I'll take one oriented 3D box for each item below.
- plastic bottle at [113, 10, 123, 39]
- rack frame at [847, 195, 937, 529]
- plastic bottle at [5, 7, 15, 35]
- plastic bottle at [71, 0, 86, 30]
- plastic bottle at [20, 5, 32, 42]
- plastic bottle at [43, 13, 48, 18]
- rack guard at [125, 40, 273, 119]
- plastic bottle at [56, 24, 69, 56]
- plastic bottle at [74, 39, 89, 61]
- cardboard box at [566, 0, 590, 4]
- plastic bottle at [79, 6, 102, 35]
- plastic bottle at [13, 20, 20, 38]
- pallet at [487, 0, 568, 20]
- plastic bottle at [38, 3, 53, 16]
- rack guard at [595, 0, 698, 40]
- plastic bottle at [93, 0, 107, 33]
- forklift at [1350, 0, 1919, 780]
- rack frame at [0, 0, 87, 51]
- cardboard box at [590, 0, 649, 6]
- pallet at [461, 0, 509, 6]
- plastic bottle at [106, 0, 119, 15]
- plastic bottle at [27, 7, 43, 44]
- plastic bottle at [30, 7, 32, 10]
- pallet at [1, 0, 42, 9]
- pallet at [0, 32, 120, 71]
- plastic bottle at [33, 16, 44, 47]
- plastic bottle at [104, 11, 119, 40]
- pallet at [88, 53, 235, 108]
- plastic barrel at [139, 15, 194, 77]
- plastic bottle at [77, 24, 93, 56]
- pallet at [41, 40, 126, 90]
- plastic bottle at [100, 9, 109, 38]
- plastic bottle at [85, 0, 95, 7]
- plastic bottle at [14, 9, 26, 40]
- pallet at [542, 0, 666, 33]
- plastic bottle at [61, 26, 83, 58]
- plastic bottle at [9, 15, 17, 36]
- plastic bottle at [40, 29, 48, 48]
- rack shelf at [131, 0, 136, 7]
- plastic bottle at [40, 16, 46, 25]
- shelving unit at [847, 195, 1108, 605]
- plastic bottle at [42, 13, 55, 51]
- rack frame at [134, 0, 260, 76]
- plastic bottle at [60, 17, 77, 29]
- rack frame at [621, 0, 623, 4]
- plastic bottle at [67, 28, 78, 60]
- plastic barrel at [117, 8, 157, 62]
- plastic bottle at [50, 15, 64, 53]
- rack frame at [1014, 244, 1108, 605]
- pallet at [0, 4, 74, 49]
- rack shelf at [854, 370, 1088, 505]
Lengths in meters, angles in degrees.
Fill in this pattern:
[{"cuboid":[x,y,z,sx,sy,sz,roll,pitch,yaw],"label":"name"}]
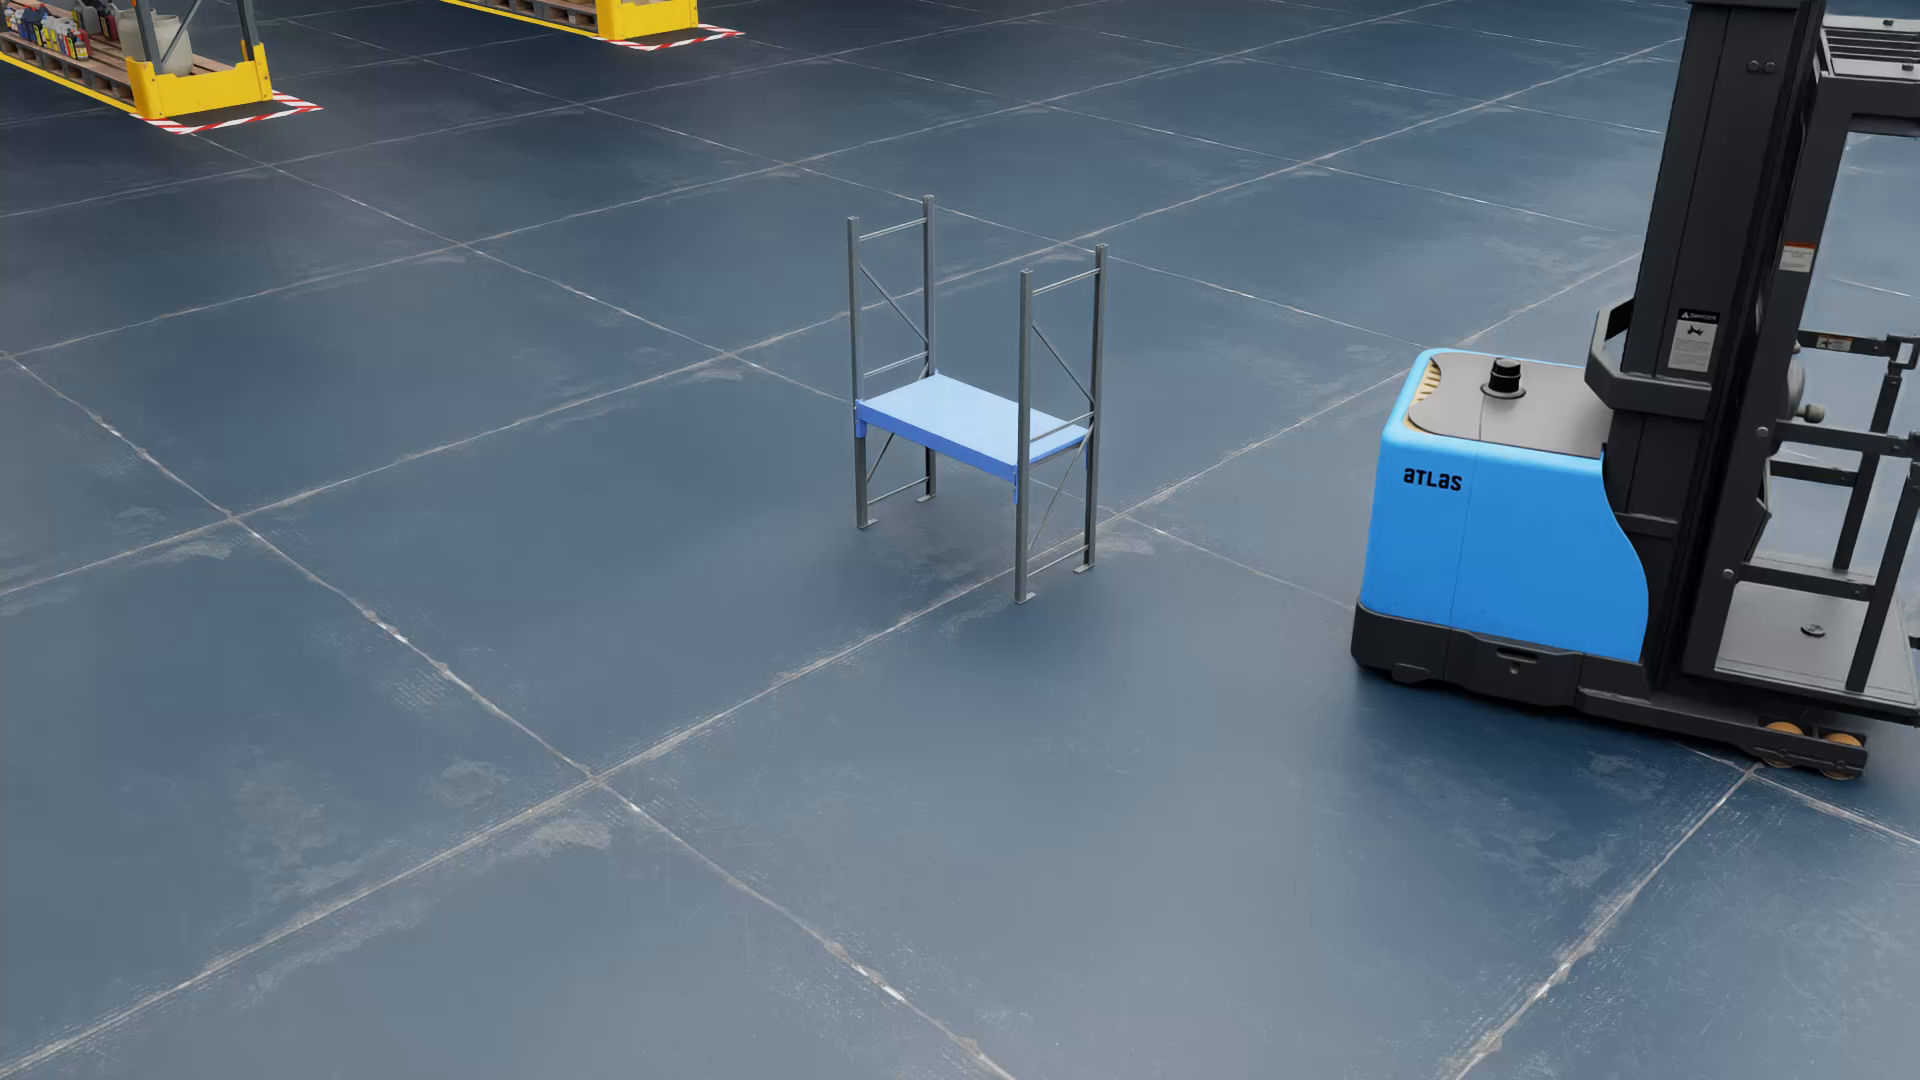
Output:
[{"cuboid":[-8.592,-5.289,17.040,0.152,0.276,0.135,-25,36,-38],"label":"plastic bottle"},{"cuboid":[-0.302,-0.802,7.663,0.032,1.500,0.500,25,36,38],"label":"rack frame"},{"cuboid":[-9.814,-5.375,17.207,0.097,0.271,0.097,0,28,0],"label":"plastic bottle"},{"cuboid":[-9.173,-5.497,17.354,0.185,0.351,0.144,25,36,38],"label":"plastic bottle"},{"cuboid":[-9.449,-5.258,16.900,0.144,0.351,0.185,-24,36,-38],"label":"plastic bottle"},{"cuboid":[-9.261,-5.216,16.905,0.097,0.271,0.097,0,28,0],"label":"plastic bottle"},{"cuboid":[-6.968,-4.235,15.266,0.348,0.500,1.175,25,36,38],"label":"rack guard"},{"cuboid":[-8.758,-4.911,16.321,0.135,0.276,0.152,23,36,37],"label":"plastic bottle"},{"cuboid":[-8.498,-4.742,16.079,0.097,0.201,0.097,0,28,0],"label":"plastic bottle"},{"cuboid":[-4.293,-6.448,19.024,0.500,0.500,0.500,-15,31,-27],"label":"cardboard box"},{"cuboid":[-9.021,-5.392,17.235,0.135,0.276,0.152,25,36,38],"label":"plastic bottle"},{"cuboid":[-9.669,-5.277,17.097,0.097,0.201,0.097,0,28,0],"label":"plastic bottle"},{"cuboid":[-4.883,-6.441,19.772,1.213,0.211,1.003,25,36,38],"label":"pallet"},{"cuboid":[-9.348,-5.306,16.991,0.185,0.351,0.144,25,36,38],"label":"plastic bottle"},{"cuboid":[-3.463,-5.894,18.422,0.348,0.500,1.175,25,36,38],"label":"rack guard"},{"cuboid":[-8.935,-5.482,17.326,0.185,0.351,0.144,22,35,36],"label":"plastic bottle"},{"cuboid":[3.147,-0.702,5.935,3.031,2.935,1.130,11,30,20],"label":"forklift"},{"cuboid":[-9.734,-6.637,17.149,0.127,3.000,1.000,25,36,38],"label":"rack frame"},{"cuboid":[-3.842,-6.264,18.675,0.500,0.500,0.500,-18,33,-30],"label":"cardboard box"},{"cuboid":[-5.757,-6.839,20.530,1.213,0.211,1.003,25,36,38],"label":"pallet"},{"cuboid":[-8.705,-5.377,17.126,0.185,0.351,0.144,24,36,38],"label":"plastic bottle"},{"cuboid":[-9.314,-5.197,16.783,0.185,0.351,0.144,23,35,36],"label":"plastic bottle"},{"cuboid":[-9.490,-5.319,17.089,0.133,0.283,0.061,25,36,38],"label":"plastic bottle"},{"cuboid":[-11.195,-6.044,19.018,1.213,0.211,1.003,25,36,38],"label":"pallet"},{"cuboid":[-9.284,-5.170,17.355,1.213,0.211,1.003,25,36,38],"label":"pallet"},{"cuboid":[-9.226,-5.099,16.670,0.061,0.283,0.133,-23,36,-37],"label":"plastic bottle"},{"cuboid":[-8.666,-5.257,16.971,0.133,0.283,0.061,25,36,38],"label":"plastic bottle"},{"cuboid":[-7.544,-4.374,15.841,1.213,0.211,1.003,25,36,38],"label":"pallet"},{"cuboid":[-7.404,-4.606,15.508,0.421,0.512,0.421,0,28,0],"label":"plastic barrel"},{"cuboid":[-8.585,-4.905,16.301,0.133,0.283,0.061,25,36,38],"label":"plastic bottle"},{"cuboid":[-8.410,-4.772,16.598,1.213,0.211,1.003,25,36,38],"label":"pallet"},{"cuboid":[-8.759,-5.304,17.061,0.133,0.283,0.061,25,36,38],"label":"plastic bottle"},{"cuboid":[-9.072,-5.545,17.445,0.185,0.351,0.144,23,36,37],"label":"plastic bottle"},{"cuboid":[-9.564,-5.280,17.023,0.152,0.276,0.135,-24,36,-37],"label":"plastic bottle"},{"cuboid":[-4.018,-6.043,19.015,1.213,0.211,1.003,25,36,38],"label":"pallet"},{"cuboid":[-8.659,-4.866,16.235,0.135,0.276,0.152,25,37,39],"label":"plastic bottle"},{"cuboid":[-9.741,-5.310,17.160,0.097,0.201,0.097,0,28,0],"label":"plastic bottle"},{"cuboid":[-9.129,-5.030,16.627,0.097,0.201,0.097,0,28,0],"label":"plastic bottle"},{"cuboid":[-8.307,-5.666,16.075,4.000,0.370,1.077,25,36,38],"label":"rack shelf"},{"cuboid":[-9.183,-5.126,16.734,0.097,0.271,0.097,0,28,0],"label":"plastic bottle"},{"cuboid":[0.061,-0.636,7.348,1.048,1.500,0.538,25,36,38],"label":"shelving unit"},{"cuboid":[-9.011,-5.058,16.519,0.185,0.351,0.144,24,36,38],"label":"plastic bottle"},{"cuboid":[-6.881,-5.332,14.667,0.127,3.000,1.000,25,36,38],"label":"rack frame"},{"cuboid":[-8.925,-5.082,16.646,0.135,0.276,0.152,25,36,38],"label":"plastic bottle"},{"cuboid":[-3.409,-6.975,17.793,0.127,3.000,1.000,25,36,38],"label":"rack frame"},{"cuboid":[-8.594,-4.810,16.121,0.061,0.283,0.133,-24,36,-38],"label":"plastic bottle"},{"cuboid":[-7.762,-4.769,15.819,0.421,0.512,0.421,0,28,0],"label":"plastic barrel"},{"cuboid":[-8.879,-4.997,16.404,0.144,0.351,0.185,-24,36,-37],"label":"plastic bottle"},{"cuboid":[0.423,-0.470,7.033,0.032,1.500,0.500,25,36,38],"label":"rack frame"},{"cuboid":[-10.321,-5.646,18.261,1.213,0.211,1.003,25,36,38],"label":"pallet"},{"cuboid":[0.061,-0.477,7.432,1.000,0.185,0.538,25,36,38],"label":"rack shelf"}]
